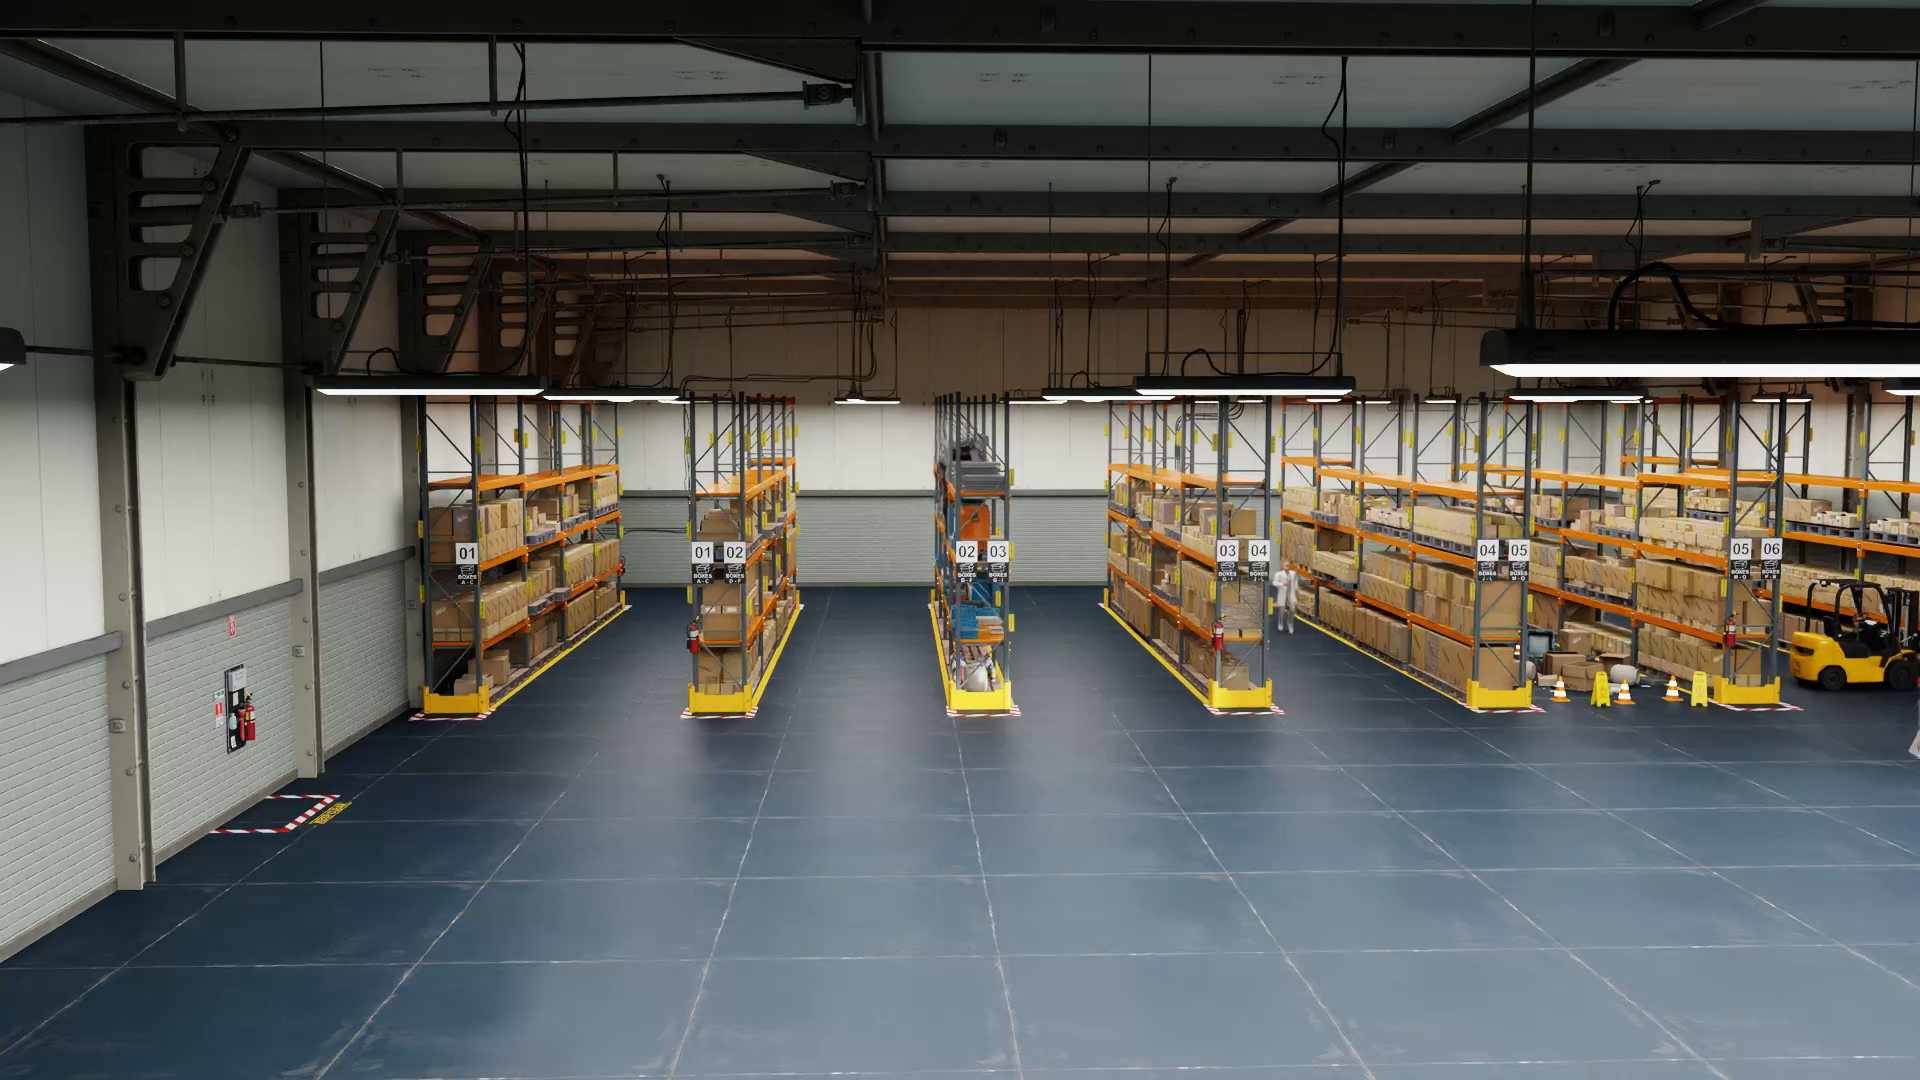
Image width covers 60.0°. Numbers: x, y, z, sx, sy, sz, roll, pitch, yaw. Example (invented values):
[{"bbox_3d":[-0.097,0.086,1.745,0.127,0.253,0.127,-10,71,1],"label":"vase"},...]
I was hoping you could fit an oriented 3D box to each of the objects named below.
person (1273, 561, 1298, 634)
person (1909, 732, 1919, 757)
[{"bbox_3d":[8.271,1.463,42.203,0.708,1.857,0.839,0,5,-4],"label":"person"},{"bbox_3d":[15.862,2.717,26.846,0.677,1.718,0.872,-2,5,-28],"label":"person"}]
